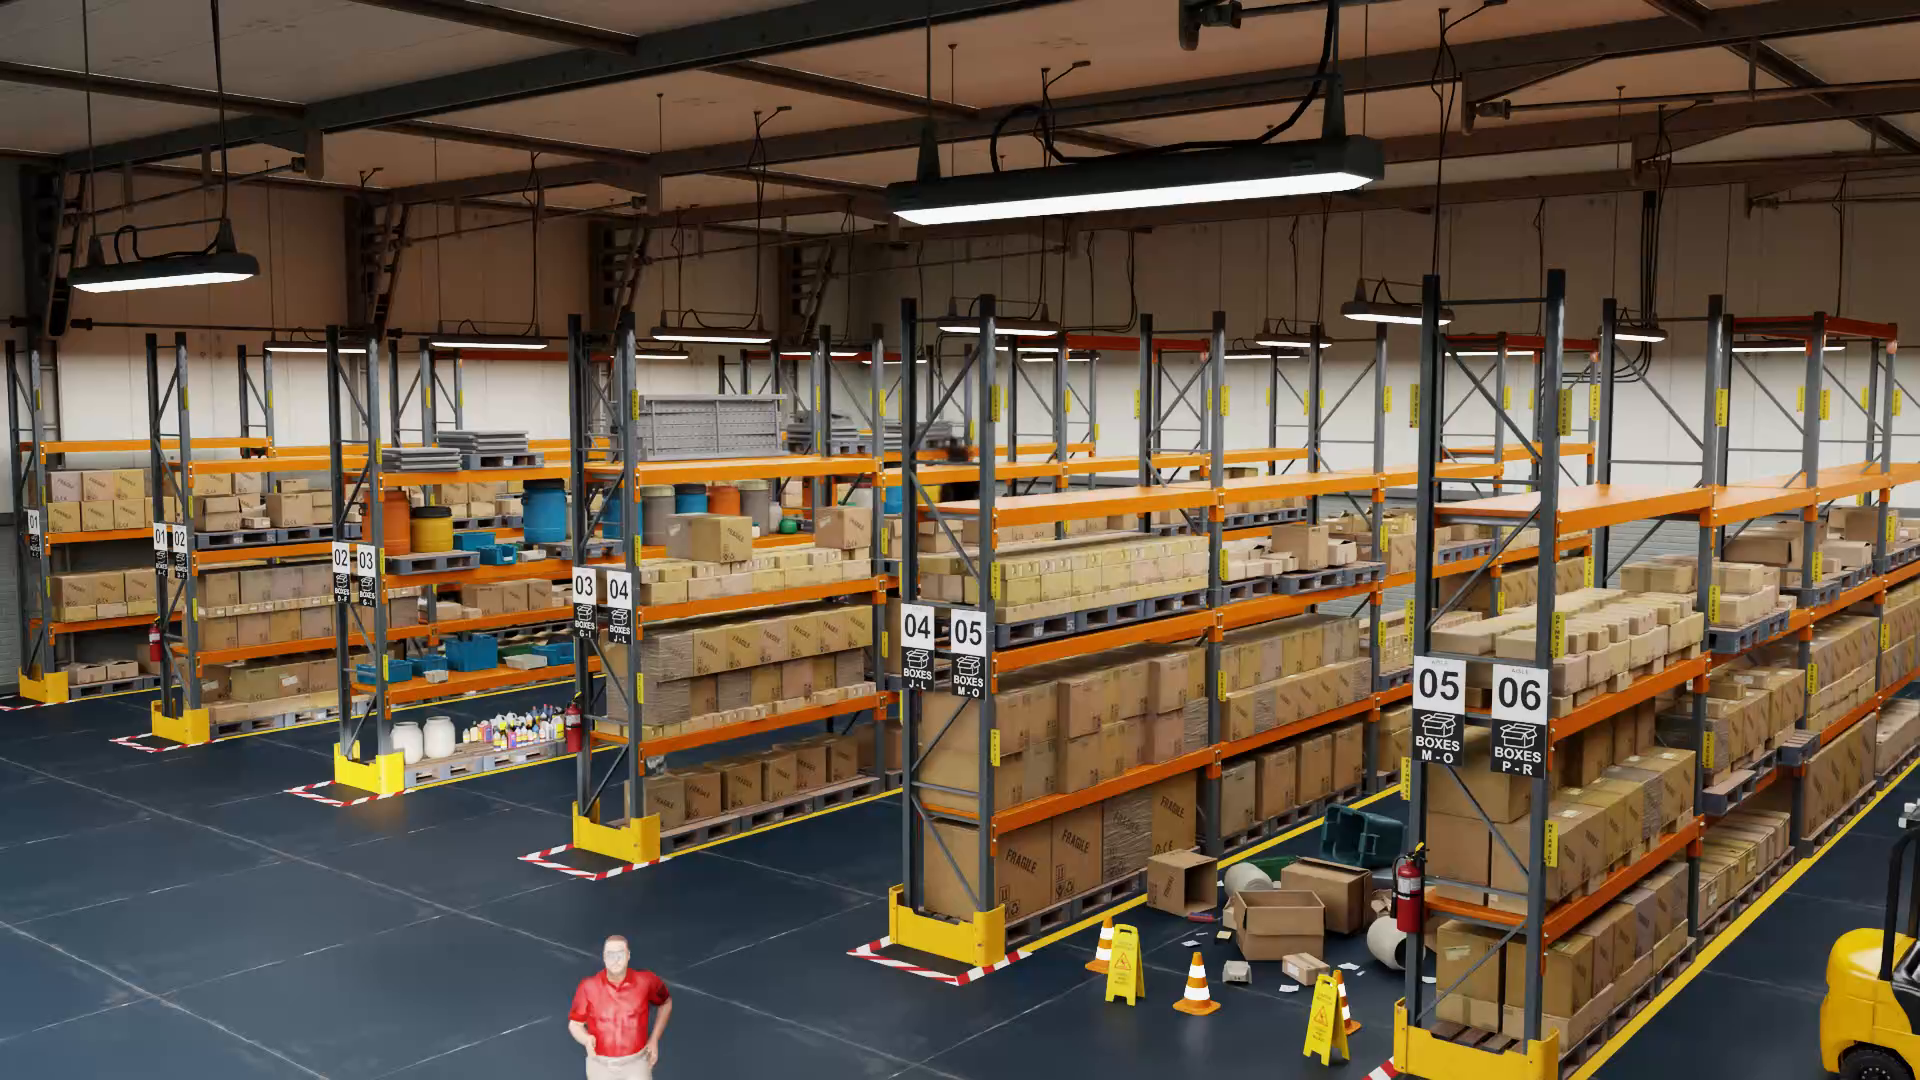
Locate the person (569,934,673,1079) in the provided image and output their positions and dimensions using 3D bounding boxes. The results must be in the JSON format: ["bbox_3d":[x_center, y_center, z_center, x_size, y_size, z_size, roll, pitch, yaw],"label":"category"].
[{"bbox_3d":[-2.164,3.377,10.544,0.628,1.701,0.620,-1,5,-8],"label":"person"}]

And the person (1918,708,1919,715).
[{"bbox_3d":[11.941,2.443,20.087,0.704,1.761,1.049,4,7,41],"label":"person"}]

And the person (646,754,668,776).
[{"bbox_3d":[-4.016,2.344,21.532,0.628,1.753,0.632,2,5,20],"label":"person"}]

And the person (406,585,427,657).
[{"bbox_3d":[-9.813,1.623,29.753,0.665,1.742,0.593,4,6,34],"label":"person"}]
